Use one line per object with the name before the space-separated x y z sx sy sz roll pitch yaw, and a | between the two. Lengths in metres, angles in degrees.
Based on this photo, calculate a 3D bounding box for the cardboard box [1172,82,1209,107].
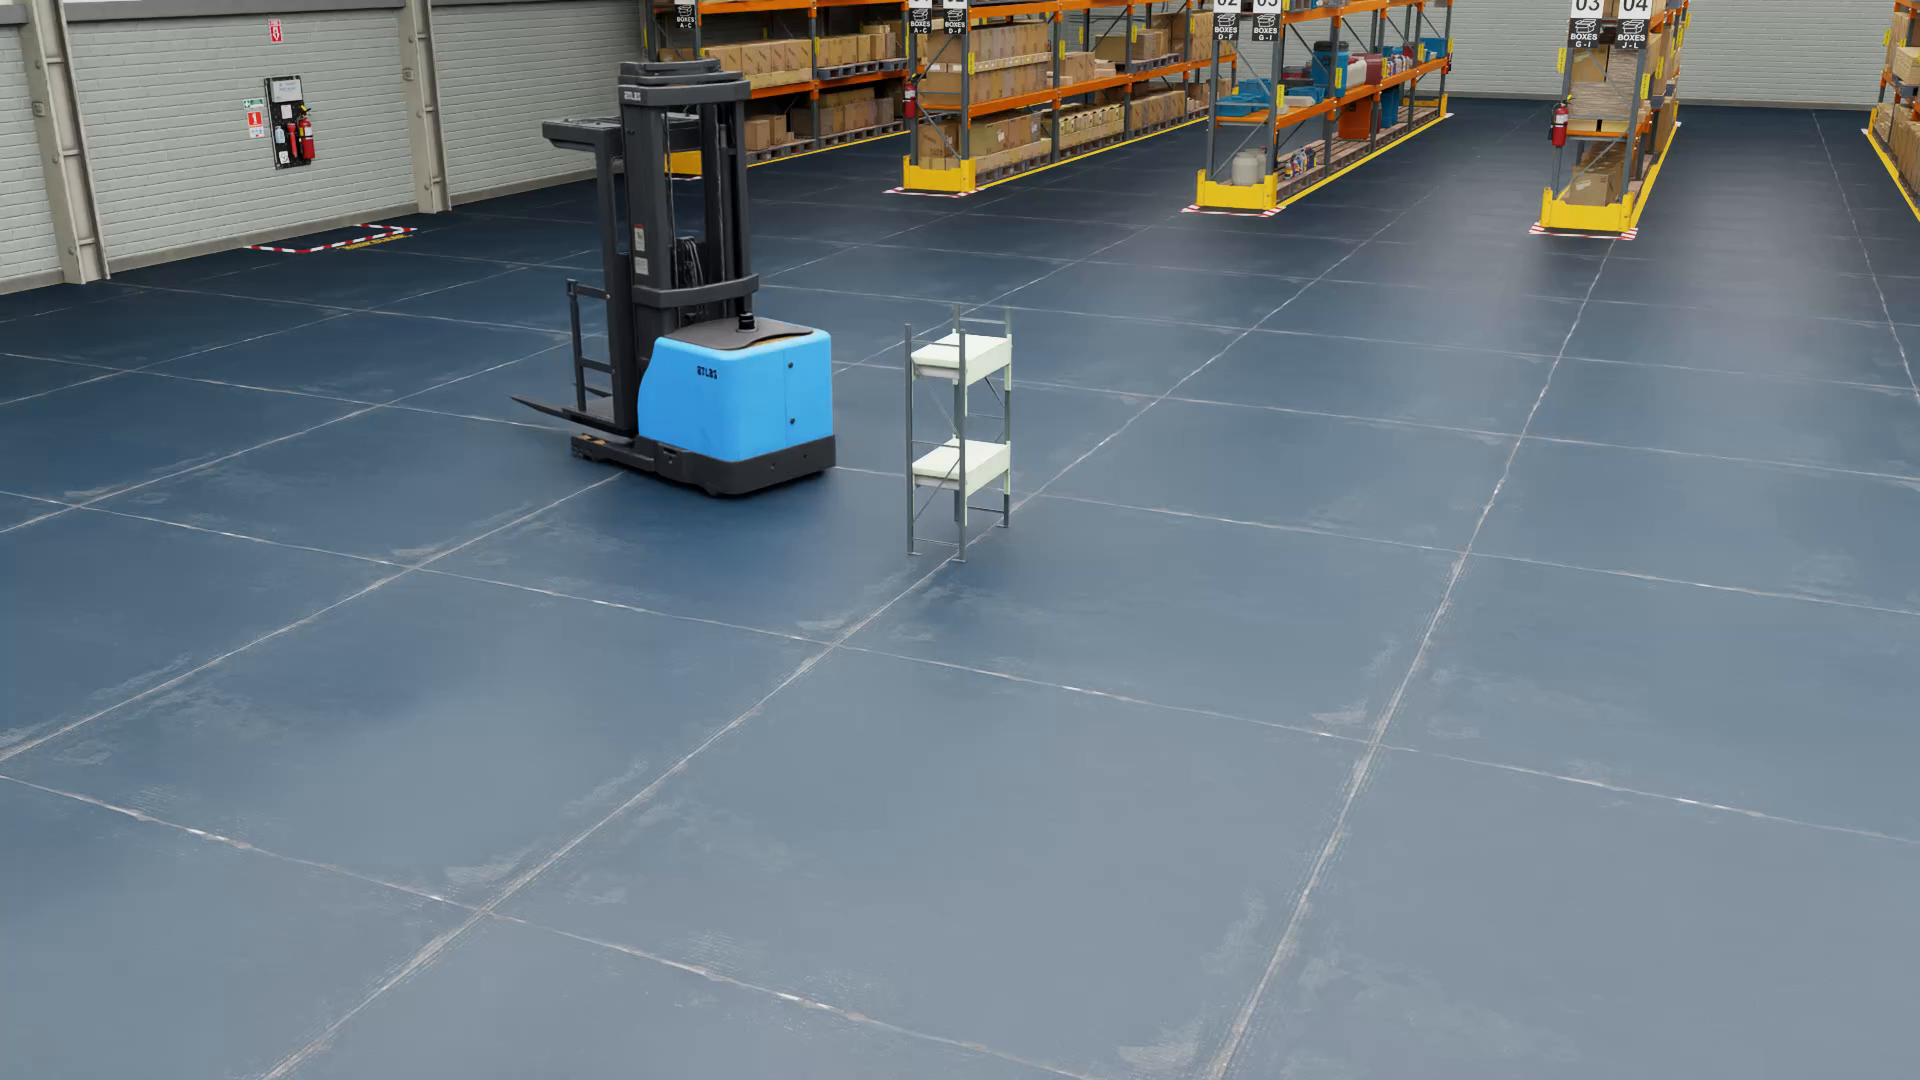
cardboard box | 5.350 -10.400 38.804 0.797 0.503 0.637 9 21 23

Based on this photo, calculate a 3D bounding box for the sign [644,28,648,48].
sign | -5.347 -8.581 28.420 0.100 0.325 0.005 9 21 23

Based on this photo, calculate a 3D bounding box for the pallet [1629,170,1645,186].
pallet | 10.663 -5.912 27.277 1.003 0.211 1.213 9 21 23

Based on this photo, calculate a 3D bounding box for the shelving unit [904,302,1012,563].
shelving unit | -0.003 -0.705 10.712 0.431 1.500 0.755 9 21 23

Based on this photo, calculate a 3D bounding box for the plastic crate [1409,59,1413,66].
plastic crate | 9.424 -10.139 35.307 0.396 0.136 0.243 9 21 23

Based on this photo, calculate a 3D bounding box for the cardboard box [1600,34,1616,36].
cardboard box | 9.726 -7.390 25.187 0.500 0.500 0.500 9 21 23

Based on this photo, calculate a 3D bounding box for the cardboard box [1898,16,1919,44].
cardboard box | 18.258 -9.720 31.737 0.500 0.500 0.500 8 21 21

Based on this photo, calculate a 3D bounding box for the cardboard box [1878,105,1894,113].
cardboard box | 18.996 -8.806 33.993 0.380 0.149 0.250 8 21 23

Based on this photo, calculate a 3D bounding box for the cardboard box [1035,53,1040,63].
cardboard box | 1.186 -8.432 29.086 0.380 0.149 0.250 8 21 21

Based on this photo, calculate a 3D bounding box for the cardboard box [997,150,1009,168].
cardboard box | 0.501 -6.467 28.154 0.500 0.250 0.500 9 21 23

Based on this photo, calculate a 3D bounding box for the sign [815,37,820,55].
sign | -2.713 -9.362 31.526 0.100 0.325 0.005 9 21 23

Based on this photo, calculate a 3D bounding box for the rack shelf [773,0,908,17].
rack shelf | -2.392 -10.712 33.211 1.077 0.370 4.000 9 21 23

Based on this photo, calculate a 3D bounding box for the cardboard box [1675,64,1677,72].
cardboard box | 14.472 -9.679 34.084 0.380 0.149 0.250 8 21 22

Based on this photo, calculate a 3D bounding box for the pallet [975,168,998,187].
pallet | -0.053 -6.051 27.668 1.003 0.211 1.213 9 21 23

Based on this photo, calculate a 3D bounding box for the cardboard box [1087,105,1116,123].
cardboard box | 2.751 -8.384 32.706 0.500 0.311 0.500 8 21 22

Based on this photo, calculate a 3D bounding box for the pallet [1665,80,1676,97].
pallet | 11.789 -7.888 28.957 1.213 0.211 1.003 9 21 23

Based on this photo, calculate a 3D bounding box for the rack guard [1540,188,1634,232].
rack guard | 8.739 -4.610 23.186 1.175 0.500 0.348 9 21 23

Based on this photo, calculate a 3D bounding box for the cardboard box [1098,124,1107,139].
cardboard box | 2.538 -7.967 32.372 0.500 0.250 0.500 9 22 24

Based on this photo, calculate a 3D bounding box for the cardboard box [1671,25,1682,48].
cardboard box | 14.469 -10.276 34.049 0.500 0.500 0.500 8 21 21

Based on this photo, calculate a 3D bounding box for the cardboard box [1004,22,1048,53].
cardboard box | 1.134 -8.870 29.348 0.700 0.500 0.500 9 21 23

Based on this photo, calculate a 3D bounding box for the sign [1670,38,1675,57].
sign | 12.483 -8.647 29.197 0.100 0.325 0.005 9 21 23

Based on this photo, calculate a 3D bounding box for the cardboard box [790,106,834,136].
cardboard box | -2.925 -8.283 32.858 0.700 0.500 0.500 9 22 25

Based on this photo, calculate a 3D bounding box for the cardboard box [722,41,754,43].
cardboard box | -4.019 -8.894 30.577 0.500 0.500 0.500 9 22 24

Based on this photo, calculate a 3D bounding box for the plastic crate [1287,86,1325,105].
plastic crate | 5.622 -7.222 27.020 0.499 0.251 0.616 9 21 23

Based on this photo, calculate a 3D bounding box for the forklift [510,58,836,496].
forklift | -2.346 -2.088 12.466 3.031 2.935 1.130 17 26 40

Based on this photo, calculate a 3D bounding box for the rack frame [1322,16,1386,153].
rack frame | 7.465 -8.890 31.490 1.000 3.000 0.127 9 21 23

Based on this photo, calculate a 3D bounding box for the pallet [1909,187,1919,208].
pallet | 15.077 -5.209 25.299 1.003 0.211 1.213 9 21 23

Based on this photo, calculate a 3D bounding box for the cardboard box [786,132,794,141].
cardboard box | -3.403 -7.731 31.803 0.380 0.166 0.250 6 20 16

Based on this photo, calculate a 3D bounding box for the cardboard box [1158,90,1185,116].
cardboard box | 4.645 -9.633 36.653 0.500 0.500 0.500 8 21 22

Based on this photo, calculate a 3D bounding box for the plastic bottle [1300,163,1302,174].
plastic bottle | 5.522 -6.073 27.089 0.097 0.201 0.097 0 20 0

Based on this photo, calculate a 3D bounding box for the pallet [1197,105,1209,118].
pallet | 5.366 -10.064 38.952 1.003 0.211 1.213 9 21 23

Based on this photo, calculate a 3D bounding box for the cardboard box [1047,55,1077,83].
cardboard box | 1.855 -8.789 31.056 0.500 0.500 0.500 10 22 27

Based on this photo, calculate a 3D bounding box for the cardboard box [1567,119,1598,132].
cardboard box | 8.636 -5.762 23.069 0.380 0.149 0.250 9 21 23

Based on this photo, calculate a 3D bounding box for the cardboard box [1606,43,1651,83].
cardboard box | 9.182 -6.554 22.836 0.500 0.500 0.500 9 21 23

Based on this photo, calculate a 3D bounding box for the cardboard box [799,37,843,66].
cardboard box | -2.736 -9.602 32.685 0.700 0.500 0.500 11 22 28

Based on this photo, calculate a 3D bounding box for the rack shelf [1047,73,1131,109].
rack shelf | 2.129 -8.620 31.805 1.077 0.370 4.000 9 21 23

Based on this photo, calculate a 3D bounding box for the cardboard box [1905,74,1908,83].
cardboard box | 16.353 -7.868 28.364 0.380 0.149 0.250 8 21 23

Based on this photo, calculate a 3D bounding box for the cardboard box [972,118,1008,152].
cardboard box | 0.490 -6.822 28.033 0.500 0.500 0.500 9 21 23

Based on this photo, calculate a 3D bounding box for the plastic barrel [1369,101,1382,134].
plastic barrel | 8.112 -8.449 33.221 0.600 0.588 0.708 9 21 23

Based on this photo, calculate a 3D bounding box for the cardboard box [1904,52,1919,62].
cardboard box | 16.781 -8.466 29.159 0.380 0.149 0.250 10 22 25

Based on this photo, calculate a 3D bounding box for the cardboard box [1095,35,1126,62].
cardboard box | 3.103 -10.024 33.902 0.700 0.500 0.500 2 20 4

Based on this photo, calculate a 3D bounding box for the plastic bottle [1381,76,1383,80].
plastic bottle | 8.113 -9.017 32.021 0.061 0.283 0.133 9 21 23

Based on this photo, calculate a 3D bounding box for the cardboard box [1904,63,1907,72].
cardboard box | 16.570 -8.171 28.773 0.380 0.149 0.250 9 21 23

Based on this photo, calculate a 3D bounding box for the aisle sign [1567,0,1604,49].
aisle sign | 8.409 -7.012 22.329 0.394 0.787 0.004 9 21 23

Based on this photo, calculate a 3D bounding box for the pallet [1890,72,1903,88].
pallet | 17.660 -8.418 30.448 1.003 0.211 1.213 9 21 23

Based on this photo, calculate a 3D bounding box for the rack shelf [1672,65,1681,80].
rack shelf | 14.441 -9.706 34.857 1.077 0.370 4.000 9 21 23

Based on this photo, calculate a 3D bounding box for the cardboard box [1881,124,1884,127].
cardboard box | 18.615 -8.208 33.200 0.380 0.149 0.250 9 21 23

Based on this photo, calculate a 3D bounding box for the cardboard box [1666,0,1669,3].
cardboard box | 11.614 -9.067 27.736 0.500 0.250 0.500 9 22 24

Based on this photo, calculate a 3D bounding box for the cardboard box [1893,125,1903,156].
cardboard box | 16.916 -7.078 29.499 0.500 0.500 0.500 8 21 20

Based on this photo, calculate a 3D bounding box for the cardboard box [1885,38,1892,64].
cardboard box | 19.307 -10.032 34.109 0.500 0.500 0.500 10 22 25

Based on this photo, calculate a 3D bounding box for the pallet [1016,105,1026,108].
pallet | 0.946 -10.754 40.893 1.003 0.211 1.213 9 21 23

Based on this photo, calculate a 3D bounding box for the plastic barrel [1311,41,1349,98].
plastic barrel | 6.262 -7.980 28.183 0.600 0.901 0.708 9 21 23

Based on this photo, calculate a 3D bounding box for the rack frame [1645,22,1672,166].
rack frame | 11.984 -8.210 29.579 1.000 3.000 0.127 9 21 23
